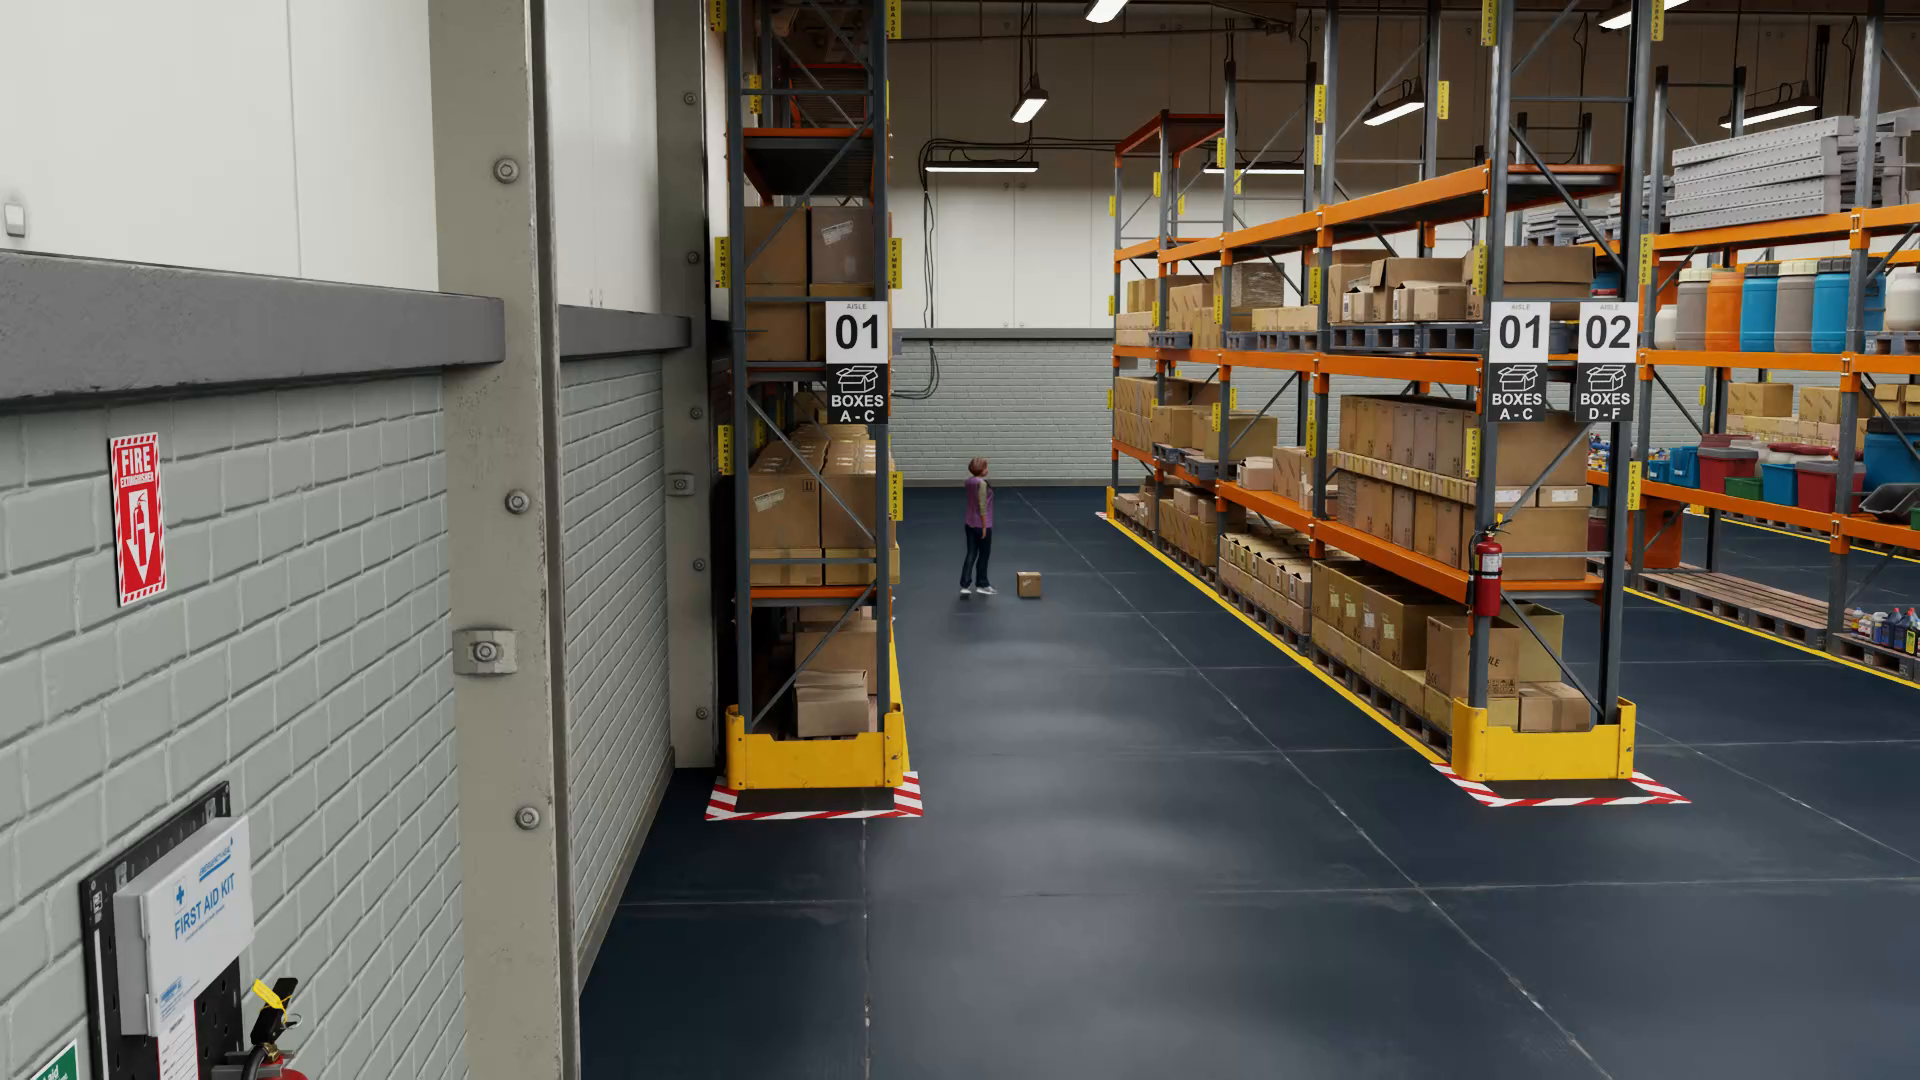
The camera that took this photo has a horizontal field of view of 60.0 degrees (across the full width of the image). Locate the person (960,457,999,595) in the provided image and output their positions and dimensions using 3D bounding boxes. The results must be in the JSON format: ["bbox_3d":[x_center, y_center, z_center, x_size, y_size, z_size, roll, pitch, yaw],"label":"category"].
[{"bbox_3d":[0.198,-0.153,19.038,0.568,1.610,0.500,-5,9,-37],"label":"person"}]
